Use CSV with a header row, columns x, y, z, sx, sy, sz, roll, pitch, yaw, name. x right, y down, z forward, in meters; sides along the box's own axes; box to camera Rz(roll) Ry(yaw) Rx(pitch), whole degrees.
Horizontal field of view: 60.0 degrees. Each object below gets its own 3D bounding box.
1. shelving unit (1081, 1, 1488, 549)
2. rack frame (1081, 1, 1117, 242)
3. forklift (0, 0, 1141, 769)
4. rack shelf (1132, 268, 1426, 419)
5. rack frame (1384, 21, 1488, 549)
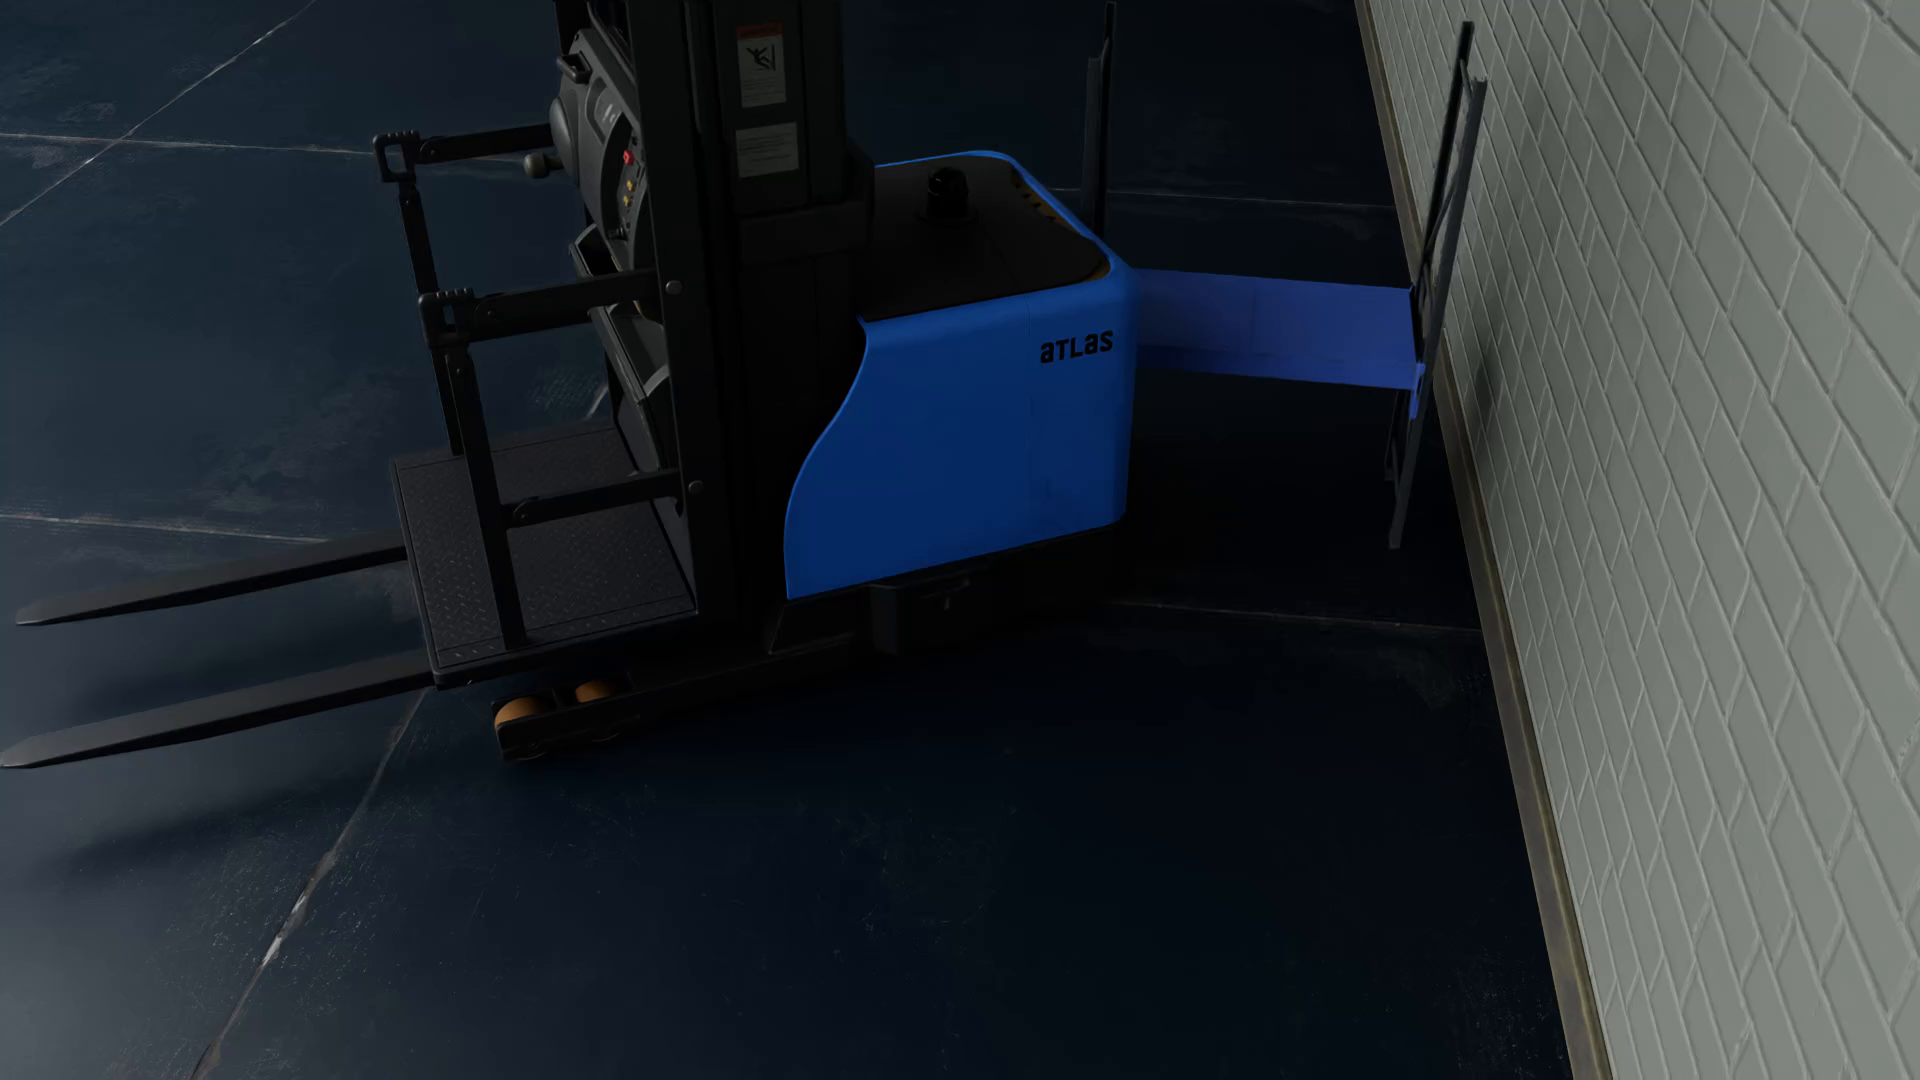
x,y,z,sx,sy,sz,roll,pitch,yaw,name
0.904,-0.777,5.048,1.048,1.500,0.538,6,36,8,shelving unit
0.403,-0.827,5.118,0.032,1.500,0.500,6,36,8,rack frame
-1.072,-0.956,4.067,3.031,2.935,1.130,-13,38,-17,forklift
0.904,-0.631,5.152,1.000,0.185,0.538,6,36,8,rack shelf
1.405,-0.727,4.977,0.032,1.500,0.500,6,36,8,rack frame
